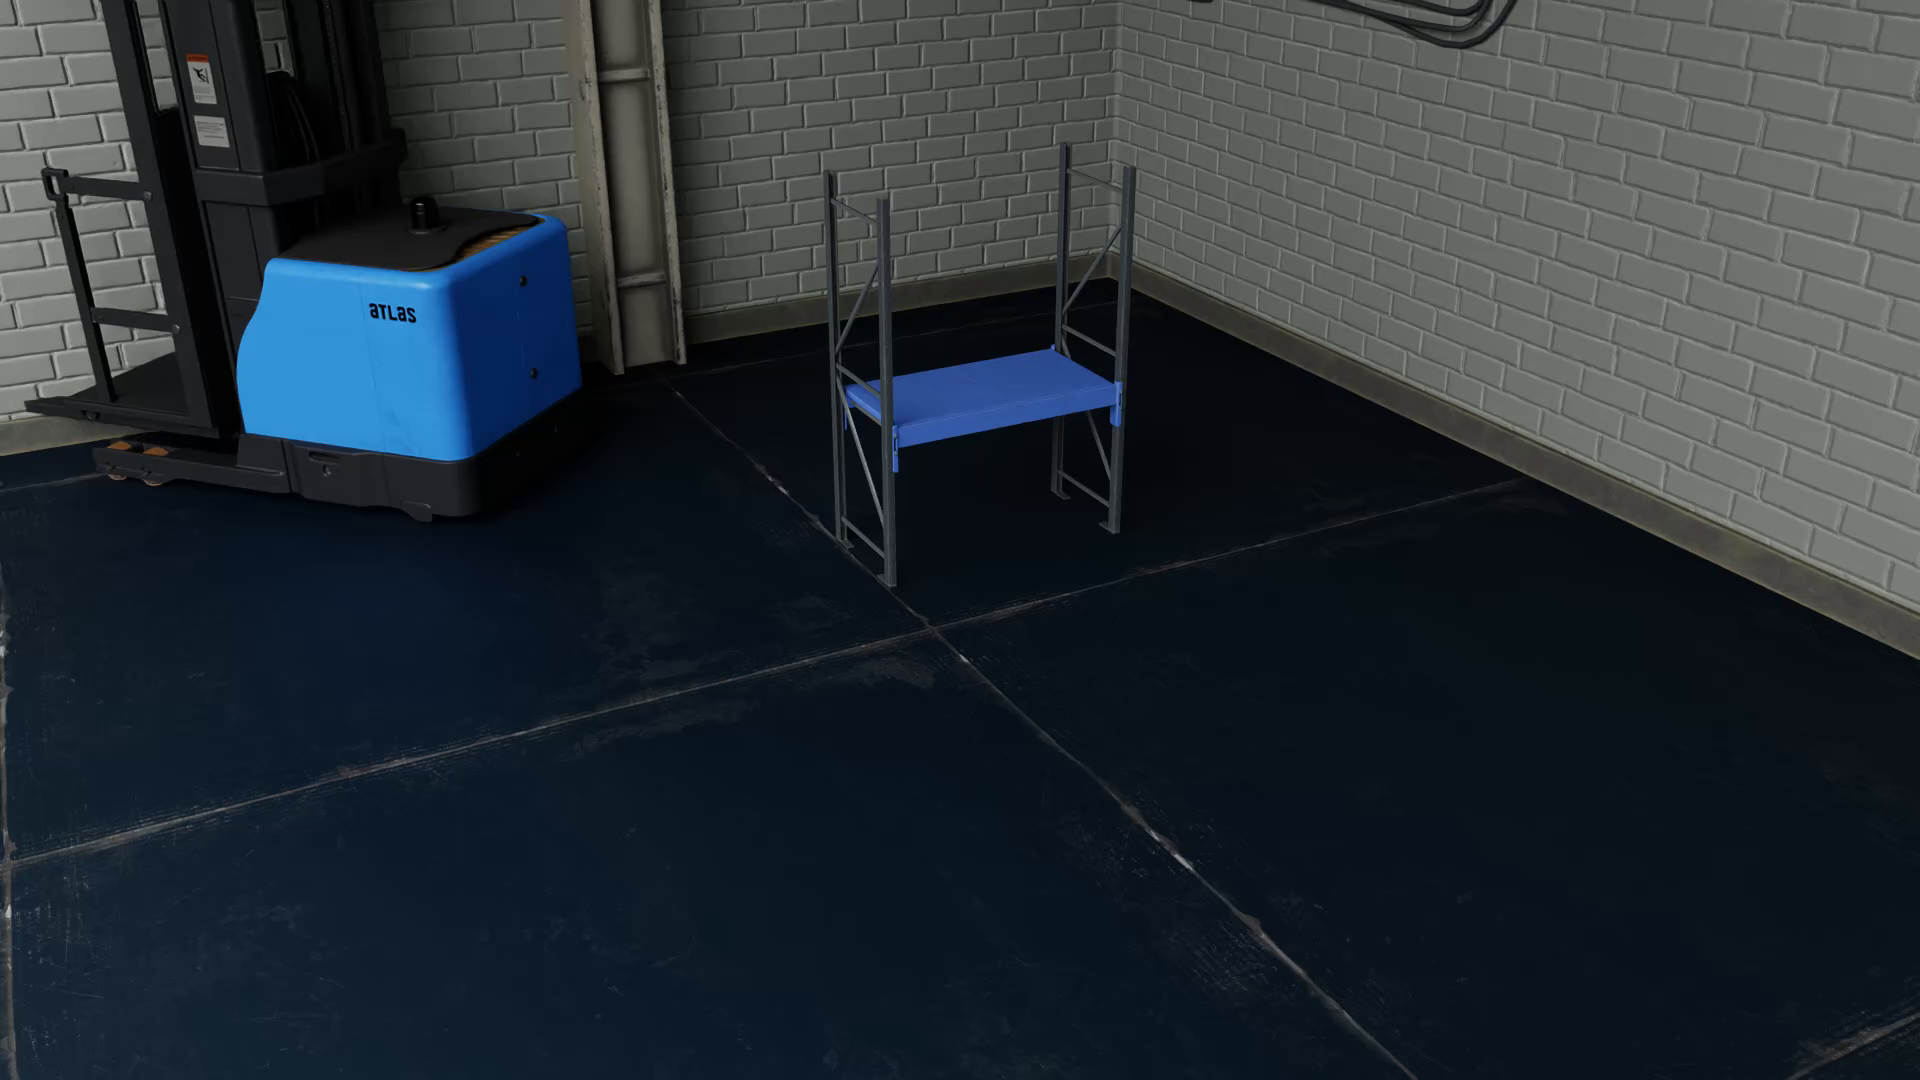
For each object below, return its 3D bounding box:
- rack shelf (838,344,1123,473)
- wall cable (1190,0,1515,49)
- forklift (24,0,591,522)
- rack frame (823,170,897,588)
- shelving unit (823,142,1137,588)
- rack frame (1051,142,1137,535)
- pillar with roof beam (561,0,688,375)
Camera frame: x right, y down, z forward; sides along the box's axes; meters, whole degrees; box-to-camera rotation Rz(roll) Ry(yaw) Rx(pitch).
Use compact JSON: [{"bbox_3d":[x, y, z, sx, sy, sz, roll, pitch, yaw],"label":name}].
[{"bbox_3d":[0.075,-0.531,6.539,1.000,0.185,0.538,-13,29,-25],"label":"rack shelf"},{"bbox_3d":[1.556,-3.693,7.633,0.112,2.526,3.097,-13,29,-25],"label":"wall cable"},{"bbox_3d":[-3.259,-1.761,7.032,3.031,2.935,1.130,8,27,17],"label":"forklift"},{"bbox_3d":[-0.373,-0.590,6.246,0.032,1.500,0.500,-13,29,-25],"label":"rack frame"},{"bbox_3d":[0.075,-0.693,6.462,1.048,1.500,0.538,-13,29,-25],"label":"shelving unit"},{"bbox_3d":[0.524,-0.797,6.677,0.032,1.500,0.500,-13,29,-25],"label":"rack frame"},{"bbox_3d":[0.360,-3.354,3.339,0.400,9.000,9.100,-13,29,-25],"label":"pillar with roof beam"}]
